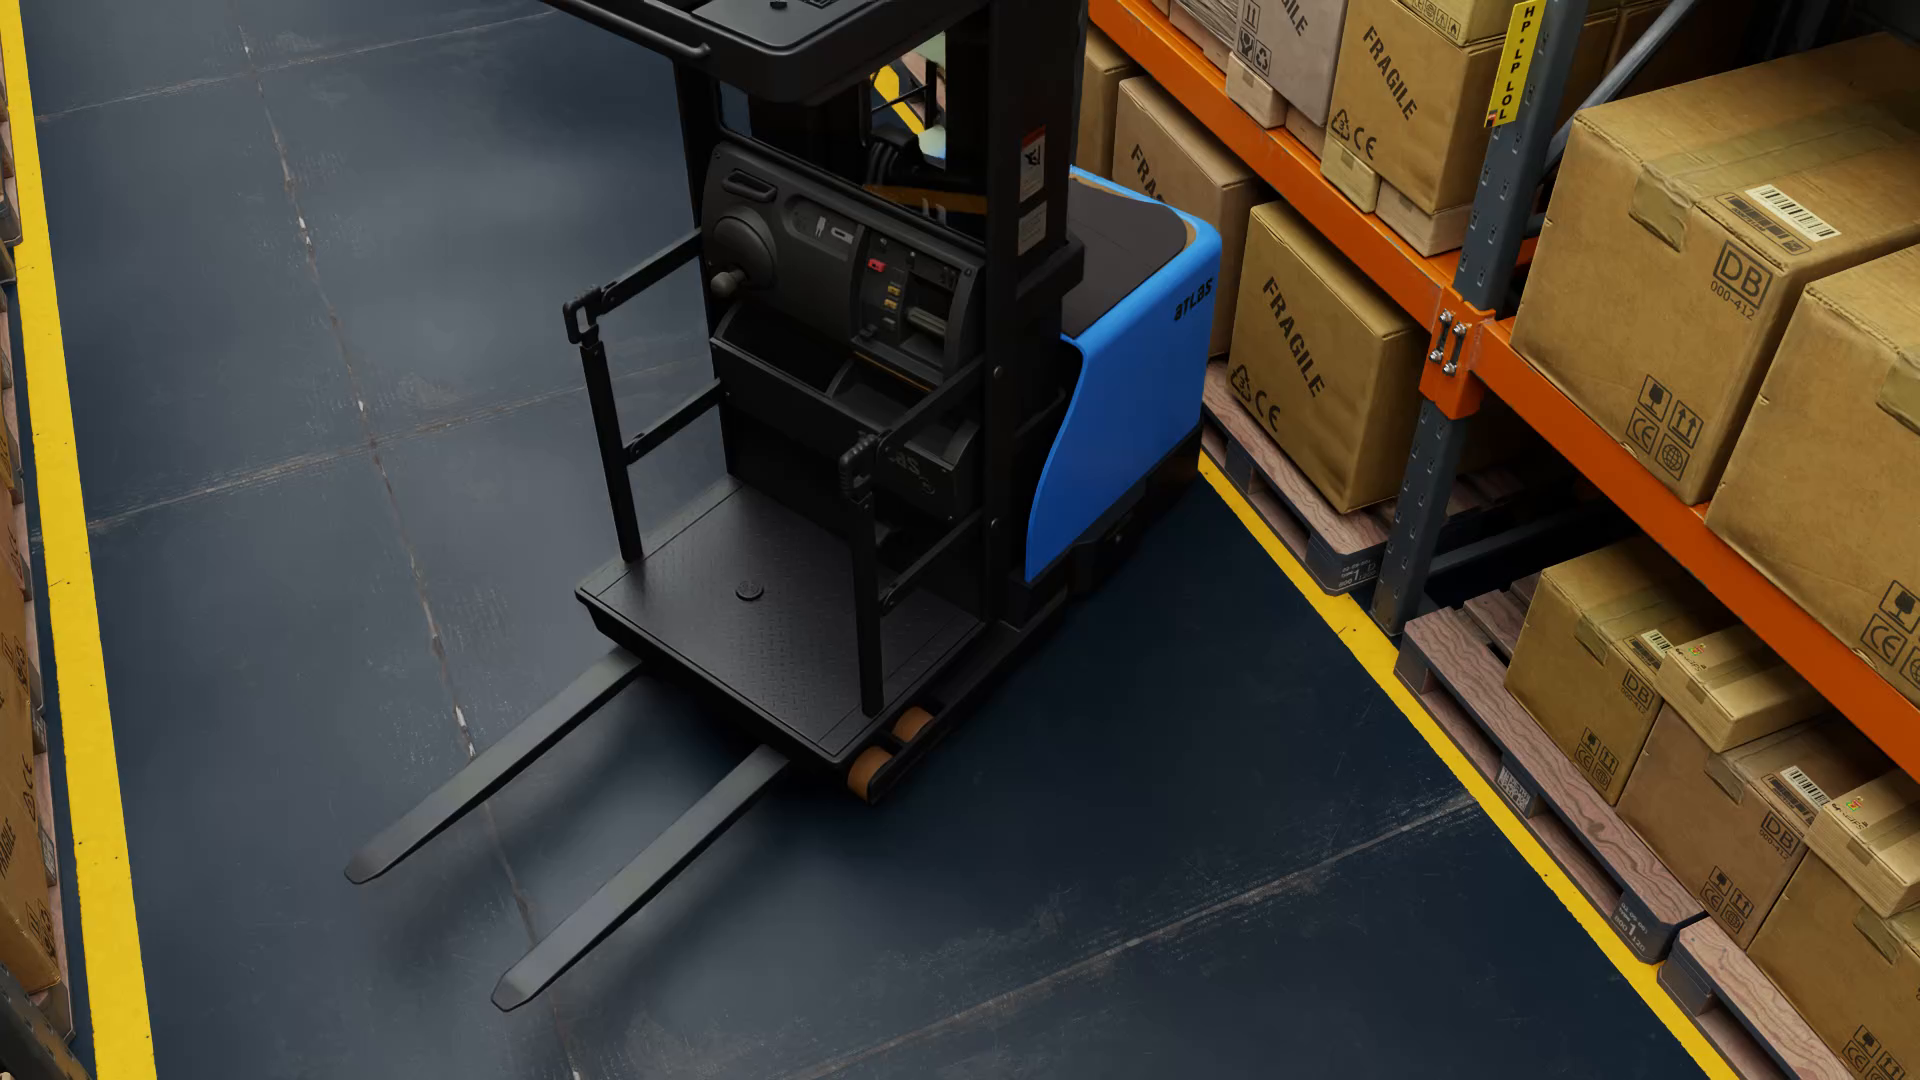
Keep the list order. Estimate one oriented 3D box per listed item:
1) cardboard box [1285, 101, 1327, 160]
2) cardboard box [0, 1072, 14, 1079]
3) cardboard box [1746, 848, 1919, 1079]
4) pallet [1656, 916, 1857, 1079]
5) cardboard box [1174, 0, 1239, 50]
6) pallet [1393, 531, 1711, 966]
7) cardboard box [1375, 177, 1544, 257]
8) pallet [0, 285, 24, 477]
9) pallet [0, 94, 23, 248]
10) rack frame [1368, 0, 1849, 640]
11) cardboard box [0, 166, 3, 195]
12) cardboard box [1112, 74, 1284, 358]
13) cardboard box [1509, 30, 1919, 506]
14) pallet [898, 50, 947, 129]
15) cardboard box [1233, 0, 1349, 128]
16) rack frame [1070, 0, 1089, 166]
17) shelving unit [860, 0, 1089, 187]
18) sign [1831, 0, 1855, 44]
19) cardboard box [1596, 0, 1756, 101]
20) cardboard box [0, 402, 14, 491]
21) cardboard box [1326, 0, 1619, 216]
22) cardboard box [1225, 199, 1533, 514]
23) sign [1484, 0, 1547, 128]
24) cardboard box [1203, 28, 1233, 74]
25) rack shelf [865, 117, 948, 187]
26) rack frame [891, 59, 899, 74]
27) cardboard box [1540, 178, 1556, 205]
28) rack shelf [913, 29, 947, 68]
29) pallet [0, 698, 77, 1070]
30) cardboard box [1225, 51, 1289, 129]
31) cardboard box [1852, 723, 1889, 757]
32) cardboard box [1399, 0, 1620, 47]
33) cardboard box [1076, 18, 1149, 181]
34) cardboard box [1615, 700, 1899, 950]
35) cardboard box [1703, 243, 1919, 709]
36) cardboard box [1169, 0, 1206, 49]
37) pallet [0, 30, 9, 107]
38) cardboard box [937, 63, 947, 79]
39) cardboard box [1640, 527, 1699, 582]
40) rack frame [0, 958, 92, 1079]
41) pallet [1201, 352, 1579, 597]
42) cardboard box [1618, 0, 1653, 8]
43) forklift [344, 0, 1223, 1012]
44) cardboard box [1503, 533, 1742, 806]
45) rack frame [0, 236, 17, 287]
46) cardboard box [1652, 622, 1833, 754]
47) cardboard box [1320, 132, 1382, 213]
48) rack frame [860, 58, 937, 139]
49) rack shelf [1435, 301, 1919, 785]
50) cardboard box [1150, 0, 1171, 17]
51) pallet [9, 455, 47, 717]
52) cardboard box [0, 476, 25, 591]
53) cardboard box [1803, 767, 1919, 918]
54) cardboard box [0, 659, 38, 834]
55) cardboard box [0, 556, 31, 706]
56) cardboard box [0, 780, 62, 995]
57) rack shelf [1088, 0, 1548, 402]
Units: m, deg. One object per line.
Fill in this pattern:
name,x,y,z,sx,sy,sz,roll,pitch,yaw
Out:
cardboard box,1.234,-1.312,5.108,0.380,0.149,0.250,-17,47,-16
cardboard box,-2.167,1.548,3.512,0.500,0.500,0.500,-18,47,-17
cardboard box,2.472,0.966,4.116,0.700,0.500,0.500,-17,47,-16
pallet,2.594,1.349,4.233,1.003,0.211,1.213,-18,47,-17
cardboard box,0.979,-1.943,5.286,0.500,0.500,0.500,-18,47,-17
pallet,2.078,0.570,5.022,1.003,0.211,1.213,-18,47,-17
cardboard box,1.430,-0.979,4.772,0.380,0.149,0.250,-18,47,-17
pallet,-4.066,-0.534,6.141,1.003,0.211,1.213,-18,47,-17
pallet,-4.657,-1.557,7.178,1.003,0.211,1.213,-18,47,-17
rack frame,1.829,-0.930,4.557,1.000,3.000,0.127,-18,47,-17
cardboard box,-4.300,-1.605,6.899,0.500,0.250,0.500,-18,47,-18
cardboard box,1.061,-1.256,6.118,0.750,0.750,0.750,-17,47,-16
cardboard box,2.042,-0.686,4.096,0.980,0.700,0.700,-17,47,-17
pallet,0.410,-1.962,7.588,1.003,0.211,1.213,-18,47,-17
cardboard box,1.183,-1.620,4.959,0.500,0.500,0.500,-18,47,-17
rack frame,0.278,-1.314,6.006,0.023,1.500,0.400,35,53,30
shelving unit,0.019,-1.497,6.188,0.755,1.500,0.431,35,53,30
sign,2.332,-1.431,4.392,0.100,0.325,0.005,-18,47,-17
cardboard box,1.864,-1.446,4.783,0.500,0.500,0.500,-20,48,-19
cardboard box,-3.522,-0.424,5.510,0.500,0.500,0.500,-20,48,-19
cardboard box,1.406,-1.298,4.633,0.500,0.500,0.500,-19,48,-18
cardboard box,1.438,-0.690,5.545,0.750,0.750,0.750,-18,47,-17
sign,1.341,-1.147,4.009,0.100,0.325,0.005,-18,47,-17
cardboard box,1.027,-1.638,5.439,0.380,0.149,0.250,-18,47,-17
rack shelf,0.011,-1.262,6.413,0.720,0.370,0.431,35,53,30
rack frame,0.147,-3.479,7.140,1.000,3.000,0.127,-18,47,-17
cardboard box,1.868,-1.120,4.914,0.380,0.149,0.250,-19,48,-19
rack shelf,0.029,-1.779,5.918,0.720,0.370,0.431,35,53,30
pallet,-3.040,1.021,4.565,1.003,0.211,1.213,-18,47,-17
cardboard box,1.070,-1.463,5.261,0.380,0.149,0.250,-18,47,-17
cardboard box,2.504,0.438,4.189,0.380,0.149,0.250,-19,48,-19
cardboard box,1.400,-1.568,4.372,0.500,0.250,0.500,-17,47,-16
cardboard box,0.700,-1.796,6.666,0.750,0.750,0.750,-18,47,-18
cardboard box,2.258,0.638,4.448,0.700,0.500,0.500,-18,48,-18
cardboard box,2.344,-0.219,3.623,0.980,0.700,0.700,-19,48,-18
cardboard box,0.935,-1.802,5.605,0.380,0.149,0.250,-19,48,-18
pallet,-5.166,-2.334,7.965,1.003,0.211,1.213,-18,47,-17
cardboard box,0.337,-2.356,7.233,0.750,0.750,0.750,-19,48,-18
cardboard box,2.169,-0.065,4.699,0.380,0.149,0.250,-18,47,-18
rack frame,-2.661,0.534,3.073,0.949,2.616,0.053,-18,47,-17
pallet,1.436,-0.407,6.012,1.003,0.211,1.213,-18,47,-17
cardboard box,1.872,-1.715,4.522,0.500,0.250,0.500,-17,47,-16
forklift,-0.469,-0.663,4.335,1.130,2.935,3.031,29,52,26
cardboard box,2.050,0.317,4.774,0.700,0.500,0.500,-17,47,-17
rack frame,-4.346,-2.014,5.655,1.000,3.000,0.127,-18,47,-17
cardboard box,2.029,0.358,4.270,0.380,0.149,0.250,-17,47,-16
cardboard box,1.302,-1.133,4.927,0.380,0.149,0.250,-17,47,-17
rack frame,-0.240,-1.681,6.370,0.023,1.500,0.400,35,53,30
rack shelf,2.670,0.601,3.518,1.077,0.370,4.000,-18,47,-17
cardboard box,0.834,-1.975,5.780,0.380,0.149,0.250,-17,47,-16
pallet,-3.557,0.242,5.354,1.003,0.211,1.213,-18,47,-17
cardboard box,-3.296,-0.091,5.173,0.500,0.500,0.500,-20,48,-19
cardboard box,2.248,0.691,3.933,0.380,0.149,0.250,-19,48,-19
cardboard box,-2.881,0.552,4.522,0.500,0.500,0.500,-17,47,-17
cardboard box,-3.084,0.231,4.847,0.500,0.500,0.500,-17,47,-17
cardboard box,-2.646,0.888,4.180,0.500,0.500,0.500,-20,48,-19
rack shelf,0.988,-1.948,6.101,1.077,0.370,4.000,-18,47,-17
